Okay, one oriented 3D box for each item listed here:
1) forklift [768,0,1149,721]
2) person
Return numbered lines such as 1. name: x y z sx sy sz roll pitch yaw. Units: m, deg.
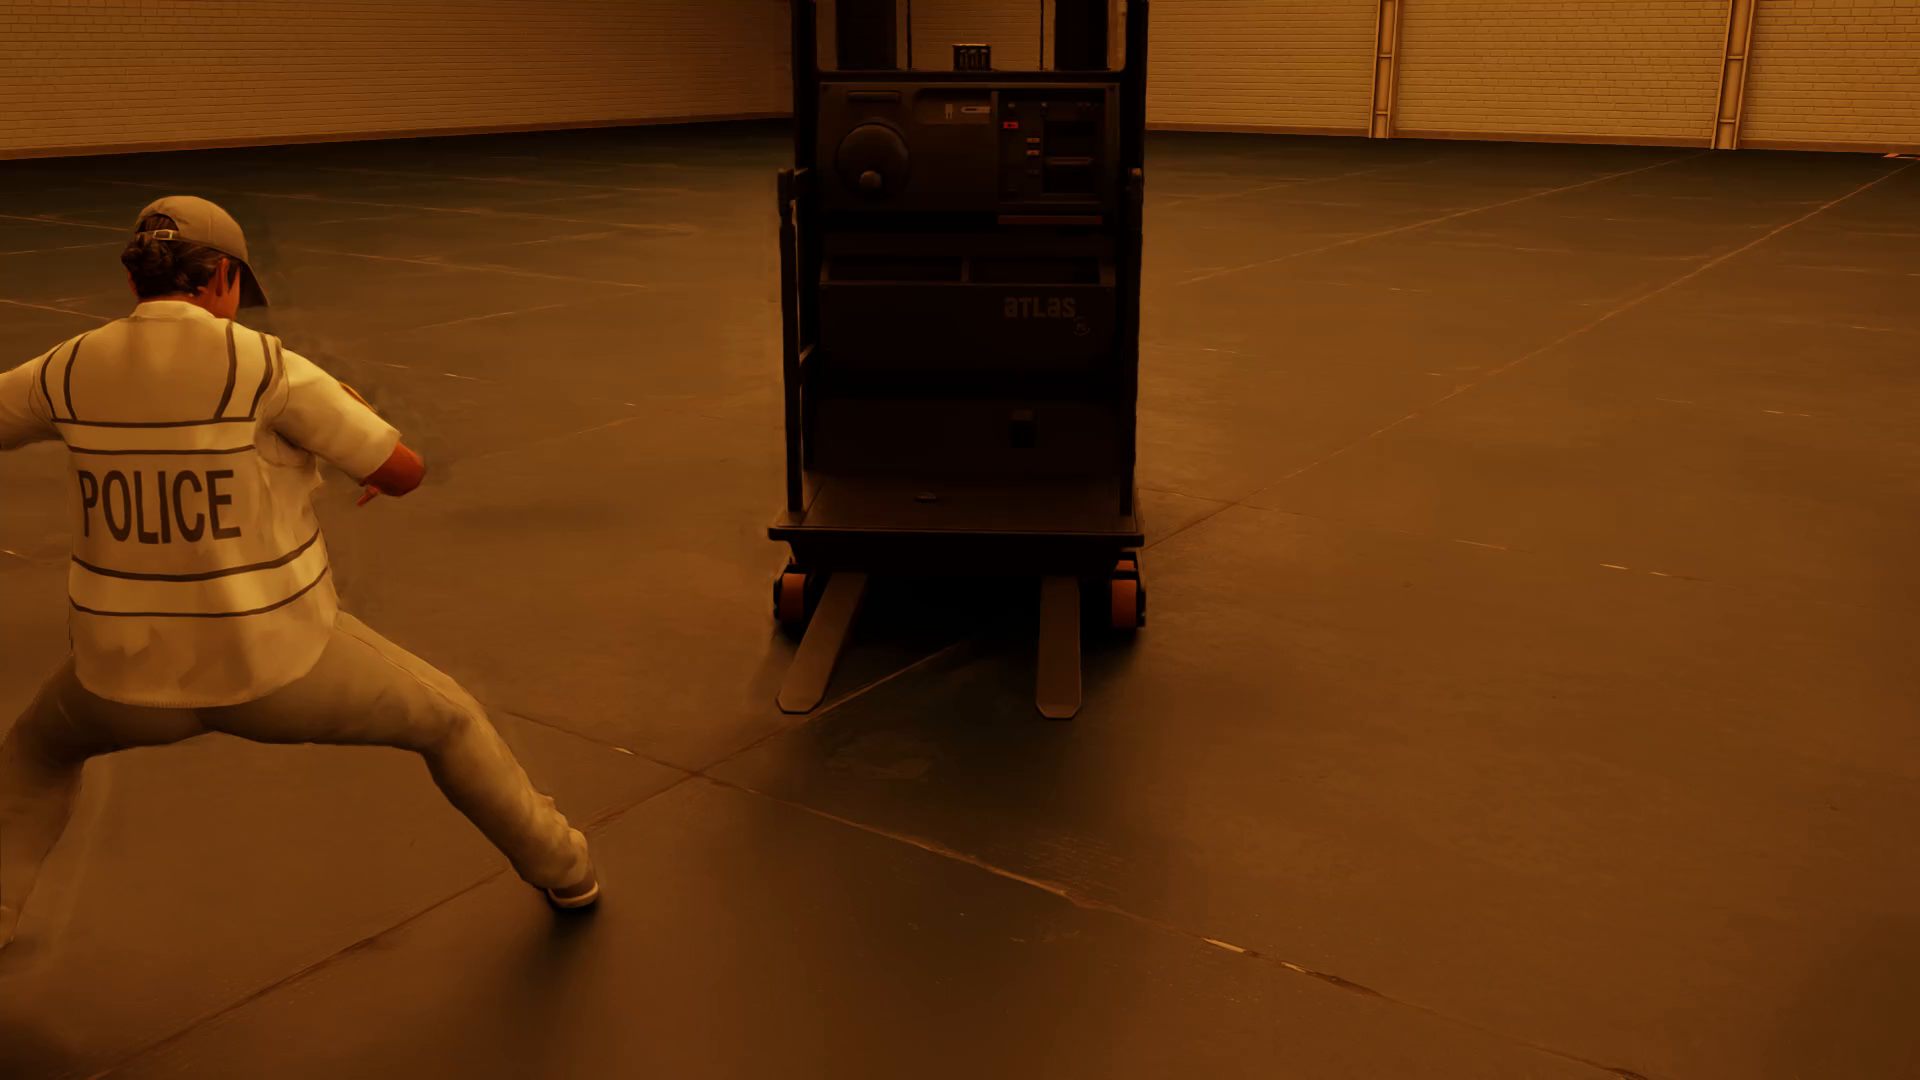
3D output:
1. forklift: 0.013 -1.221 4.915 1.130 2.935 3.031 1 17 3
2. person: -1.381 0.094 3.091 1.284 1.452 0.693 -1 17 -2
